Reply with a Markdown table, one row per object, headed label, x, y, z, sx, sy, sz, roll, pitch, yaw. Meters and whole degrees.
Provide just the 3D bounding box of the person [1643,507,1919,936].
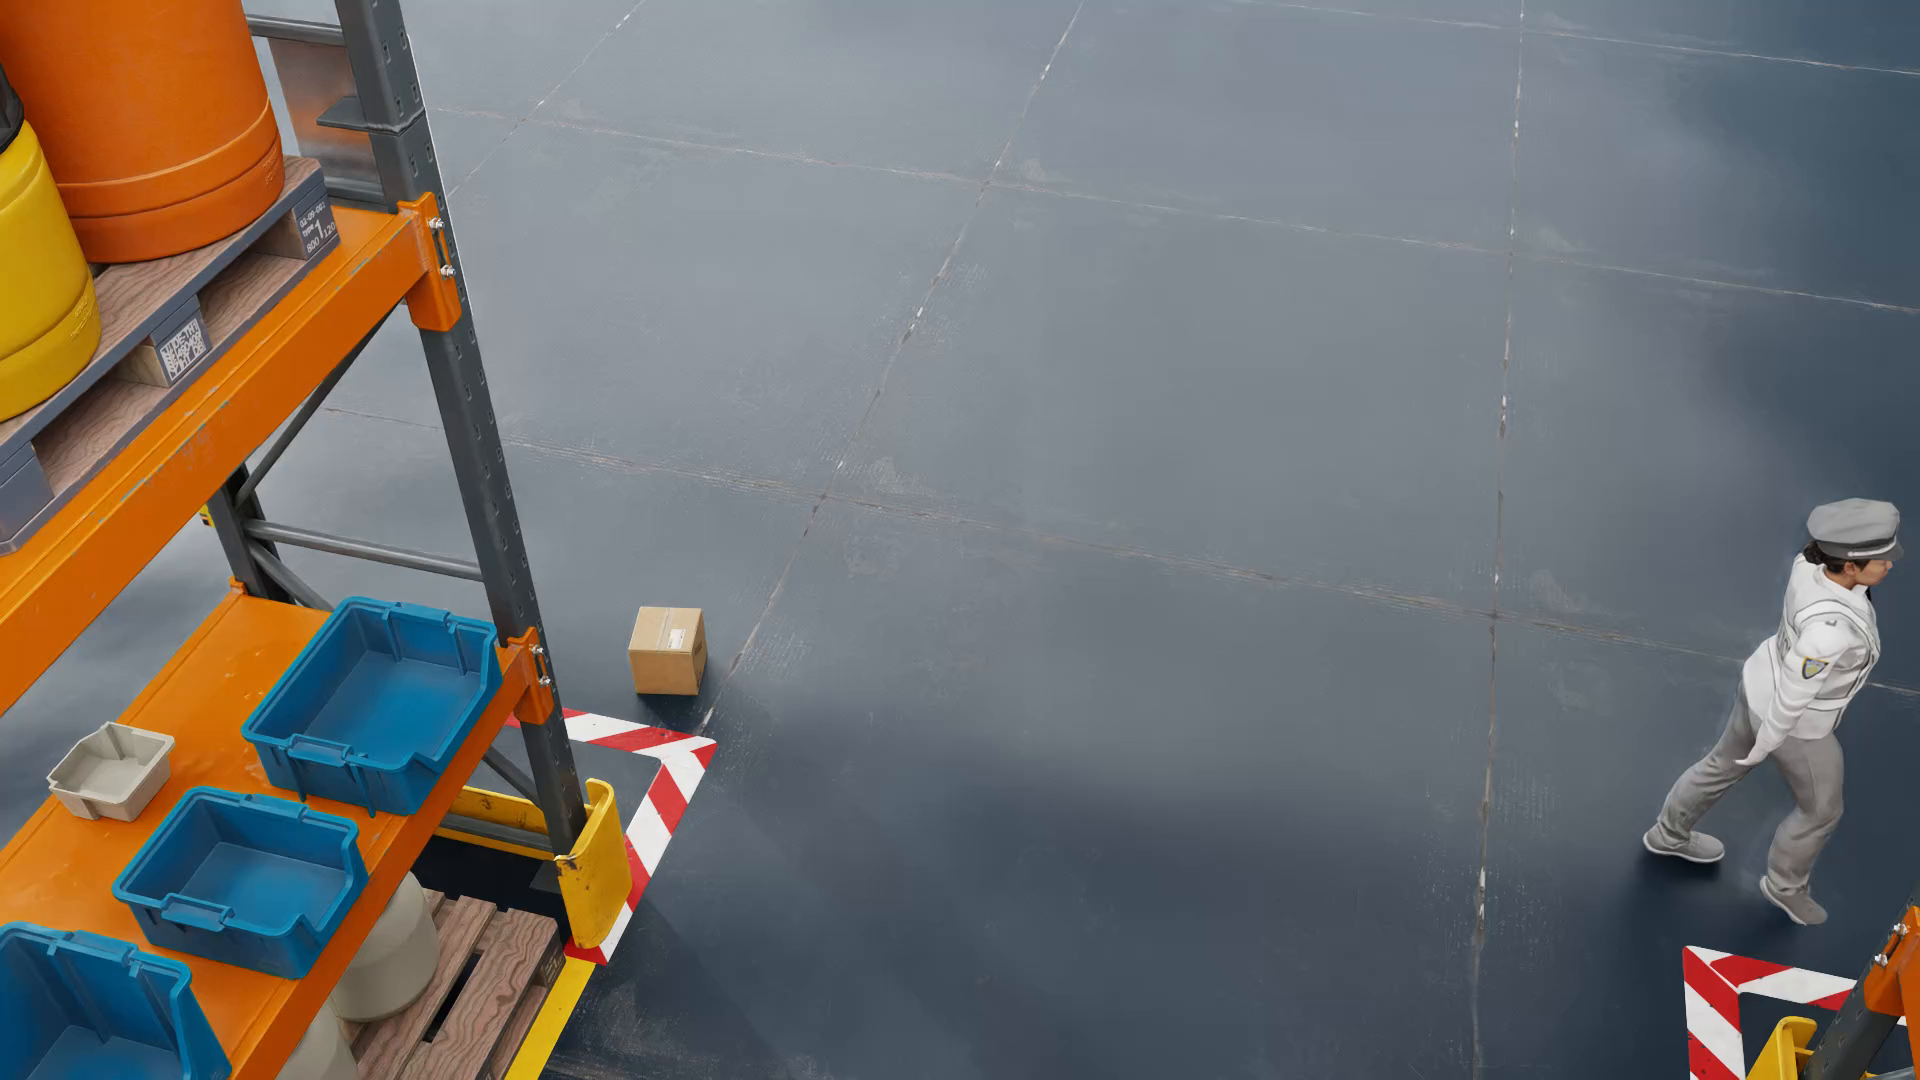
| label | x | y | z | sx | sy | sz | roll | pitch | yaw |
| --- | --- | --- | --- | --- | --- | --- | --- | --- | --- |
| person | 2.912 | 0.579 | 5.463 | 0.865 | 1.662 | 0.494 | 9 | 42 | 10 |
